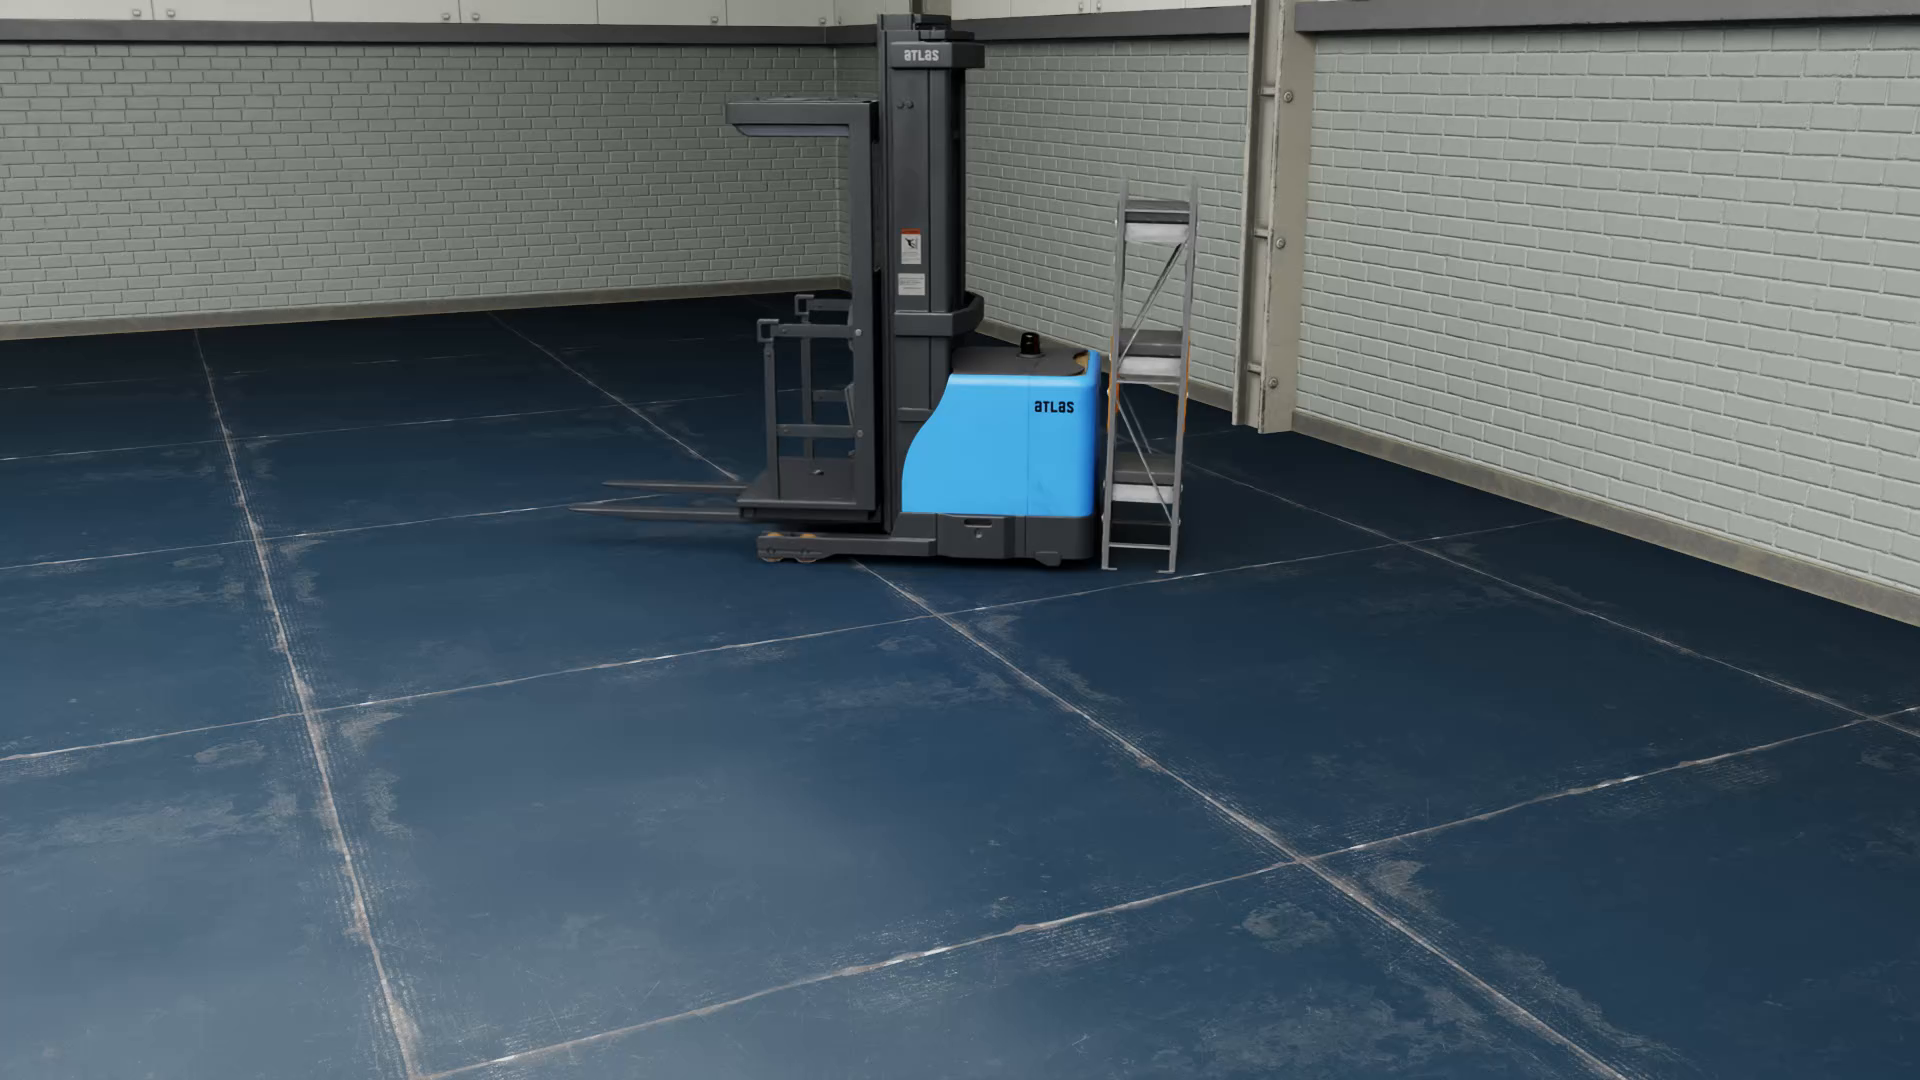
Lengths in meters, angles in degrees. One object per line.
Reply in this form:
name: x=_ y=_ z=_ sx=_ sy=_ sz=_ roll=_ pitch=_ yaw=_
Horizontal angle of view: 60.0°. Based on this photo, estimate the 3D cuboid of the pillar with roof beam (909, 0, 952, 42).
pillar with roof beam: x=-4.171 y=-6.161 z=14.906 sx=9.100 sy=9.000 sz=0.400 roll=-8 pitch=18 yaw=-25

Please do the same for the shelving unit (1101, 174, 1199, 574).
shelving unit: x=1.031 y=-0.903 z=9.071 sx=0.431 sy=2.100 sz=0.503 roll=3 pitch=16 yaw=6

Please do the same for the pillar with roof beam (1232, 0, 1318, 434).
pillar with roof beam: x=-1.543 y=-4.673 z=9.721 sx=9.100 sy=9.000 sz=0.400 roll=-8 pitch=18 yaw=-25

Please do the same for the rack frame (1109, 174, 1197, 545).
rack frame: x=1.061 y=-0.970 z=9.304 sx=0.400 sy=2.100 sz=0.015 roll=3 pitch=16 yaw=6

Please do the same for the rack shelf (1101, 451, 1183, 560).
rack shelf: x=1.016 y=-0.217 z=9.270 sx=0.431 sy=0.518 sz=0.480 roll=3 pitch=16 yaw=6

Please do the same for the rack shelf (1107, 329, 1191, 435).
rack shelf: x=1.031 y=-0.890 z=9.075 sx=0.431 sy=0.518 sz=0.480 roll=3 pitch=16 yaw=6

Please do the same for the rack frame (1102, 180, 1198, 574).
rack frame: x=1.001 y=-0.836 z=8.839 sx=0.400 sy=2.100 sz=0.015 roll=3 pitch=16 yaw=6

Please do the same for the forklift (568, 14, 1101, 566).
forklift: x=-0.714 y=-1.418 z=9.378 sx=3.031 sy=2.935 sz=1.130 roll=2 pitch=16 yaw=6

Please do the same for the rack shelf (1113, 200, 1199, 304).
rack shelf: x=1.046 y=-1.562 z=8.880 sx=0.431 sy=0.518 sz=0.480 roll=3 pitch=16 yaw=6
